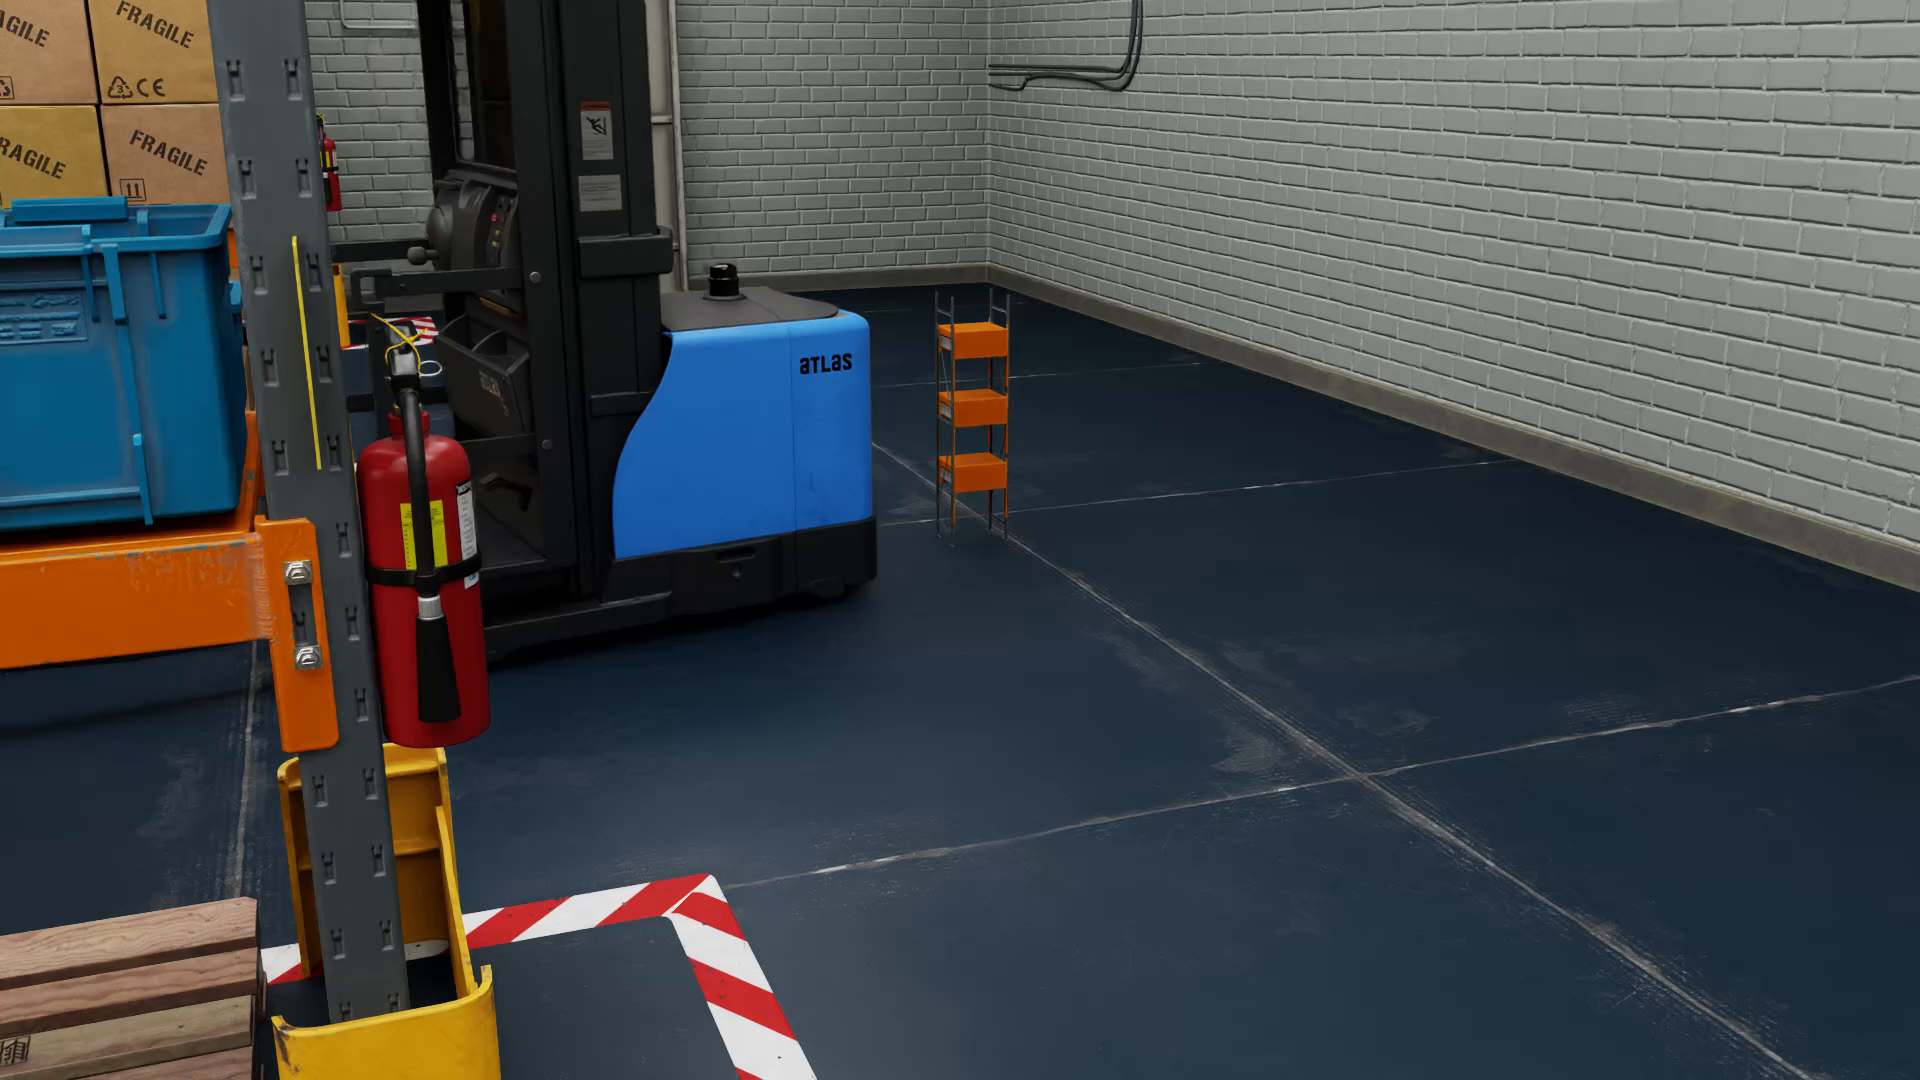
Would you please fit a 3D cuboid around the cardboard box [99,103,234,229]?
[{"bbox_3d":[-3.245,-1.569,6.939,0.500,0.500,0.500,-6,17,-18],"label":"cardboard box"}]

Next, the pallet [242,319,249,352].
[{"bbox_3d":[-5.419,-1.501,11.836,1.213,0.211,1.003,-6,17,-20],"label":"pallet"}]

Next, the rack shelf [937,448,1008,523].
[{"bbox_3d":[0.050,-0.232,7.050,0.240,0.259,0.215,-6,17,-20],"label":"rack shelf"}]

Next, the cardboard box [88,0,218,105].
[{"bbox_3d":[-3.241,-2.048,6.797,0.500,0.500,0.500,-6,18,-21],"label":"cardboard box"}]

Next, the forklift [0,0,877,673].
[{"bbox_3d":[-1.846,-1.097,5.632,3.031,2.935,1.130,-10,19,-30],"label":"forklift"}]

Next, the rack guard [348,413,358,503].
[{"bbox_3d":[-2.995,-0.430,7.677,0.348,0.500,1.175,-6,17,-20],"label":"rack guard"}]

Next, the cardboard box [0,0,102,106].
[{"bbox_3d":[-3.713,-1.997,6.622,0.500,0.500,0.500,-6,17,-19],"label":"cardboard box"}]

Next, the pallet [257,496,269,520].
[{"bbox_3d":[-3.739,-0.211,7.443,1.213,0.211,1.003,-6,17,-20],"label":"pallet"}]

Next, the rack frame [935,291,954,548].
[{"bbox_3d":[-0.064,-0.497,6.927,0.008,1.050,0.200,-6,17,-20],"label":"rack frame"}]

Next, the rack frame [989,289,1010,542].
[{"bbox_3d":[0.164,-0.521,7.011,0.008,1.050,0.200,-6,17,-20],"label":"rack frame"}]

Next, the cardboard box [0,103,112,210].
[{"bbox_3d":[-3.728,-1.515,6.758,0.500,0.500,0.500,-6,17,-20],"label":"cardboard box"}]

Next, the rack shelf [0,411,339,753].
[{"bbox_3d":[-3.023,0.213,2.326,4.000,0.370,1.077,-6,17,-20],"label":"rack shelf"}]

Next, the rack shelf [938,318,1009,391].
[{"bbox_3d":[0.050,-0.771,6.892,0.240,0.259,0.215,-6,17,-20],"label":"rack shelf"}]

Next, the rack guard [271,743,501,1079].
[{"bbox_3d":[-1.137,0.860,3.284,0.348,0.500,1.175,-6,17,-20],"label":"rack guard"}]

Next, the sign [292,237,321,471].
[{"bbox_3d":[-0.943,-0.269,2.401,0.005,0.325,0.100,-6,17,-20],"label":"sign"}]

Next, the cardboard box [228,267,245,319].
[{"bbox_3d":[-5.318,-1.846,11.751,0.500,0.500,0.700,-6,17,-20],"label":"cardboard box"}]

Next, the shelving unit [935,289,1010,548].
[{"bbox_3d":[0.050,-0.509,6.969,0.252,1.050,0.215,-6,17,-20],"label":"shelving unit"}]

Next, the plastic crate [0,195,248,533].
[{"bbox_3d":[-1.401,-0.297,2.616,0.499,0.435,0.616,-6,17,-20],"label":"plastic crate"}]

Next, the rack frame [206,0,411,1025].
[{"bbox_3d":[-1.155,-0.334,2.911,0.127,3.000,1.000,-6,17,-20],"label":"rack frame"}]

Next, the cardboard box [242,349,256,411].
[{"bbox_3d":[-3.344,-0.530,7.234,0.500,0.500,0.500,-6,17,-20],"label":"cardboard box"}]

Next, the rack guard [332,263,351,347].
[{"bbox_3d":[-4.678,-1.744,12.148,0.348,0.500,1.175,-6,17,-20],"label":"rack guard"}]

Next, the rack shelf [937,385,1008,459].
[{"bbox_3d":[0.050,-0.499,6.972,0.240,0.259,0.215,-6,17,-20],"label":"rack shelf"}]

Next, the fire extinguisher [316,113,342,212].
[{"bbox_3d":[-4.394,-2.618,11.489,0.183,0.674,0.296,-6,17,-20],"label":"fire extinguisher"}]

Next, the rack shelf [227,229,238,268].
[{"bbox_3d":[-4.792,-1.091,6.765,4.000,0.370,1.077,-6,17,-20],"label":"rack shelf"}]

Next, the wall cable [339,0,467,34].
[{"bbox_3d":[-3.843,-3.806,12.932,1.851,1.984,0.084,-6,17,-20],"label":"wall cable"}]

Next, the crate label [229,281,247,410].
[{"bbox_3d":[-1.503,-0.344,3.137,0.303,0.233,0.416,-6,17,-20],"label":"crate label"}]

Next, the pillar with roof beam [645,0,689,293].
[{"bbox_3d":[-0.948,-5.186,8.787,0.400,9.000,9.100,-6,17,-20],"label":"pillar with roof beam"}]

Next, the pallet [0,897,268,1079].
[{"bbox_3d":[-1.939,1.077,3.056,1.213,0.211,1.003,-6,17,-20],"label":"pallet"}]

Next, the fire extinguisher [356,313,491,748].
[{"bbox_3d":[-0.852,-0.013,2.619,0.183,0.674,0.296,-6,17,-20],"label":"fire extinguisher"}]

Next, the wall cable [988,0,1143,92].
[{"bbox_3d":[0.709,-4.805,13.002,0.112,2.526,3.097,-6,17,-20],"label":"wall cable"}]
